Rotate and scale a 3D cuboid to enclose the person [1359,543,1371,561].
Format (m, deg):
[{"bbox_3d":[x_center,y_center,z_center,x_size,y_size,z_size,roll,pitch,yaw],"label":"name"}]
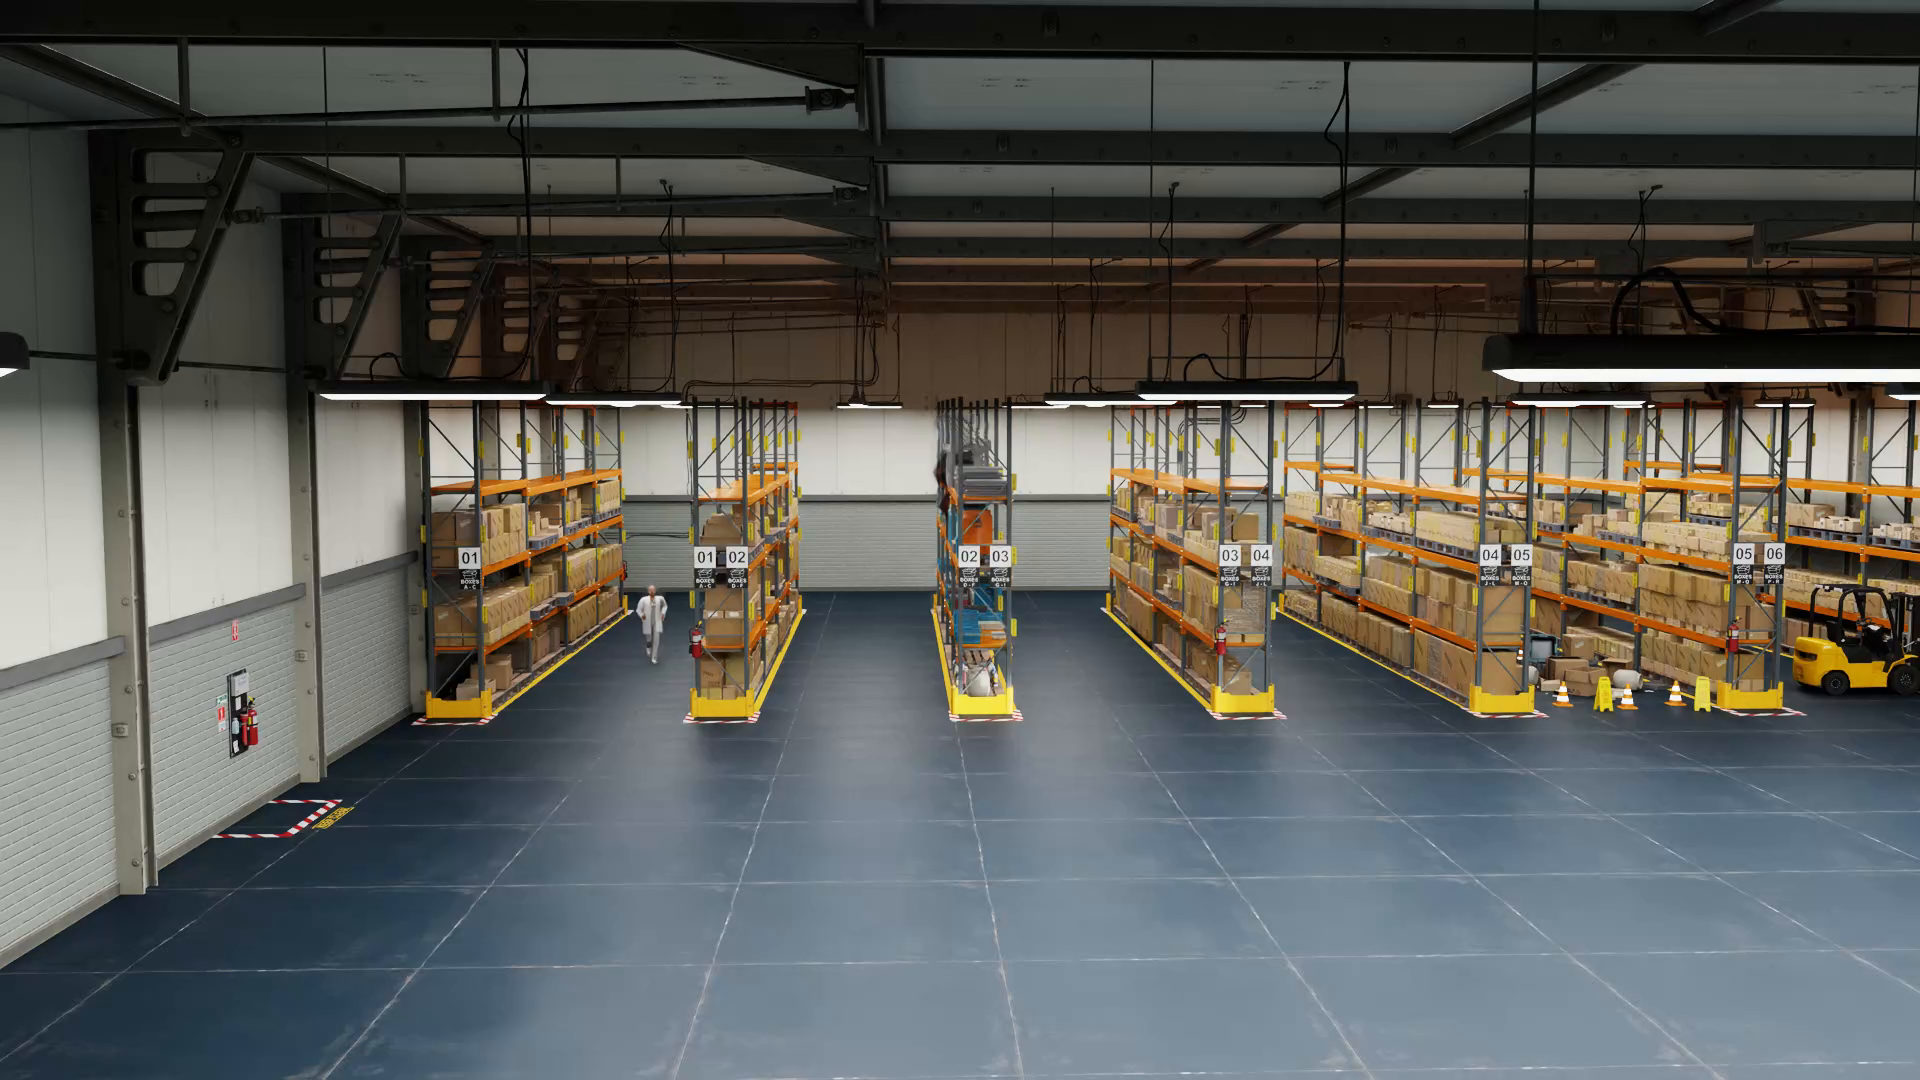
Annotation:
[{"bbox_3d":[12.164,0.971,50.226,0.778,1.853,0.632,-3,5,-31],"label":"person"}]

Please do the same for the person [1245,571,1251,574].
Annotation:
[{"bbox_3d":[7.950,1.206,47.347,0.820,1.693,0.566,0,4,4],"label":"person"}]

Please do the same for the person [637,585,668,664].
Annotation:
[{"bbox_3d":[-7.034,1.913,38.058,0.712,1.764,0.918,-1,5,-15],"label":"person"}]
